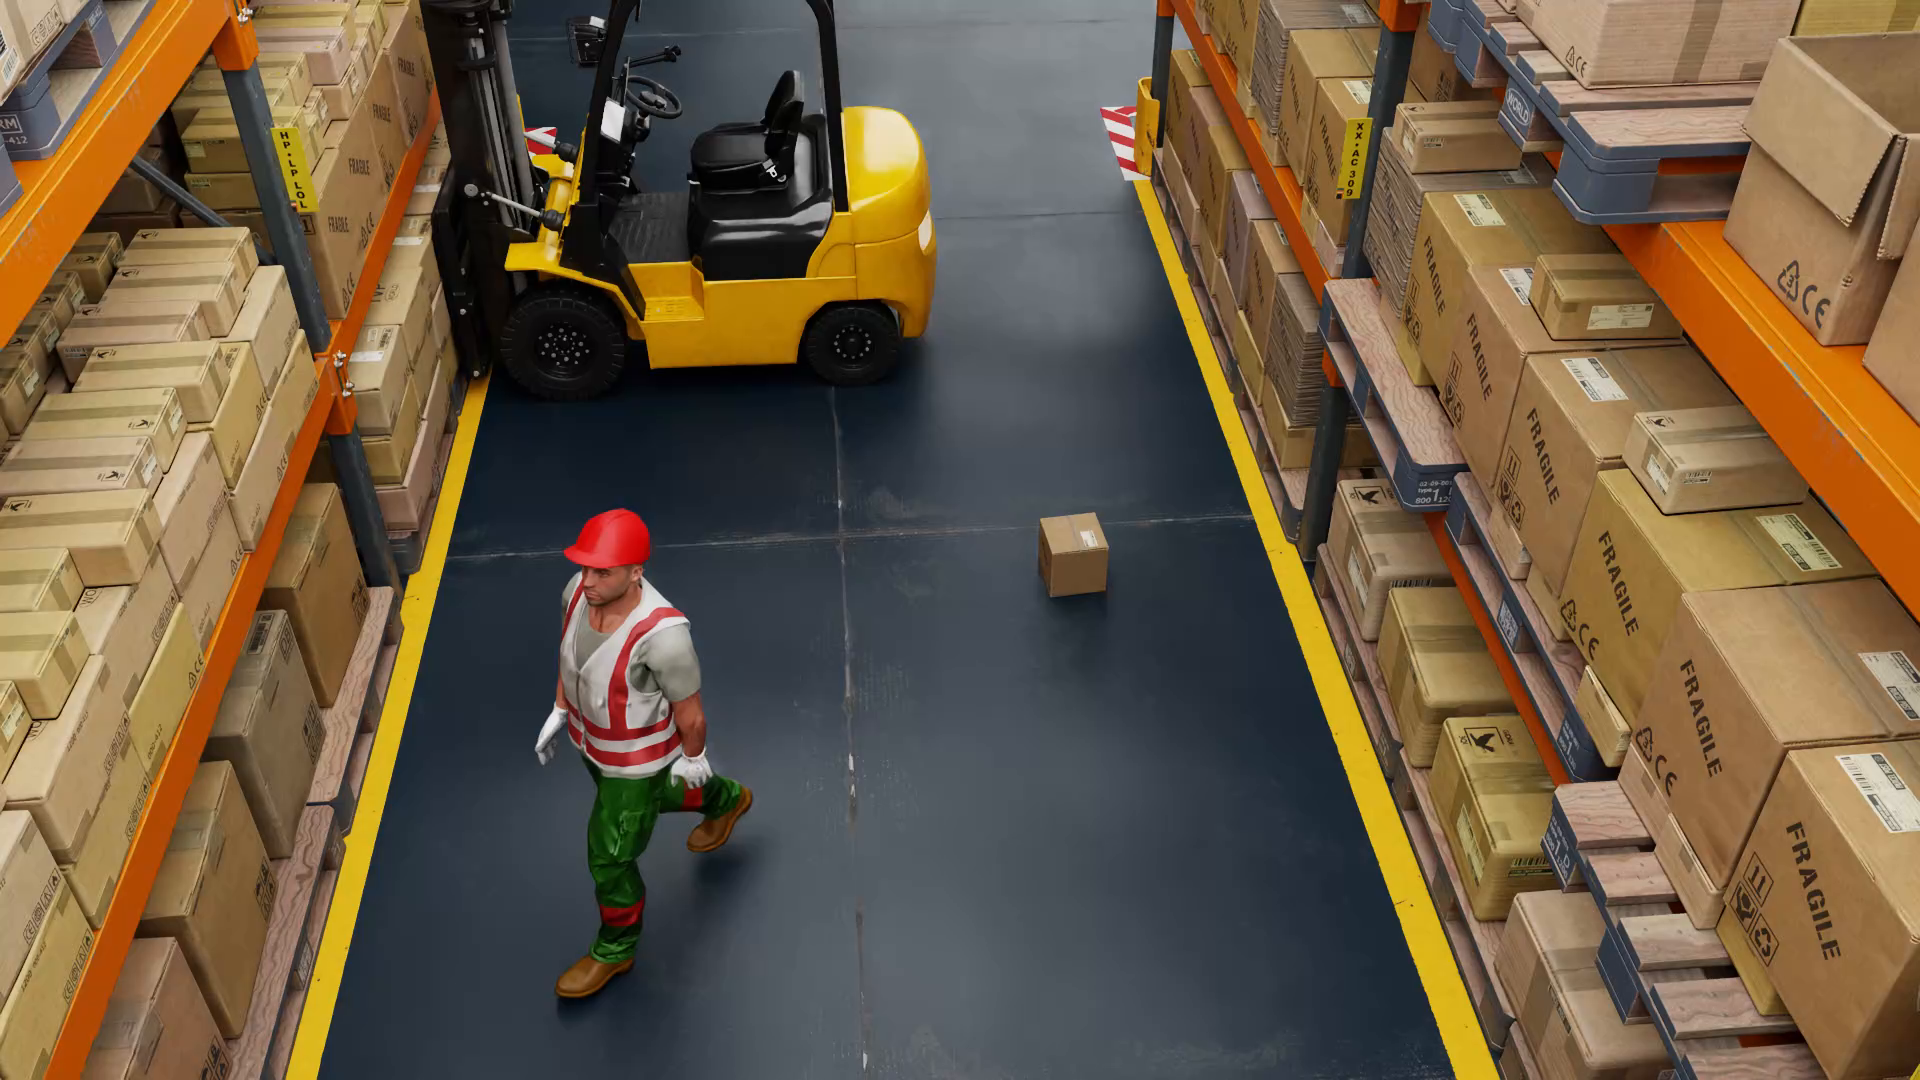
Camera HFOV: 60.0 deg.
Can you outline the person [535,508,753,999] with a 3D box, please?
[{"bbox_3d":[-1.059,0.631,5.349,0.952,1.760,0.524,-30,47,-32],"label":"person"}]
